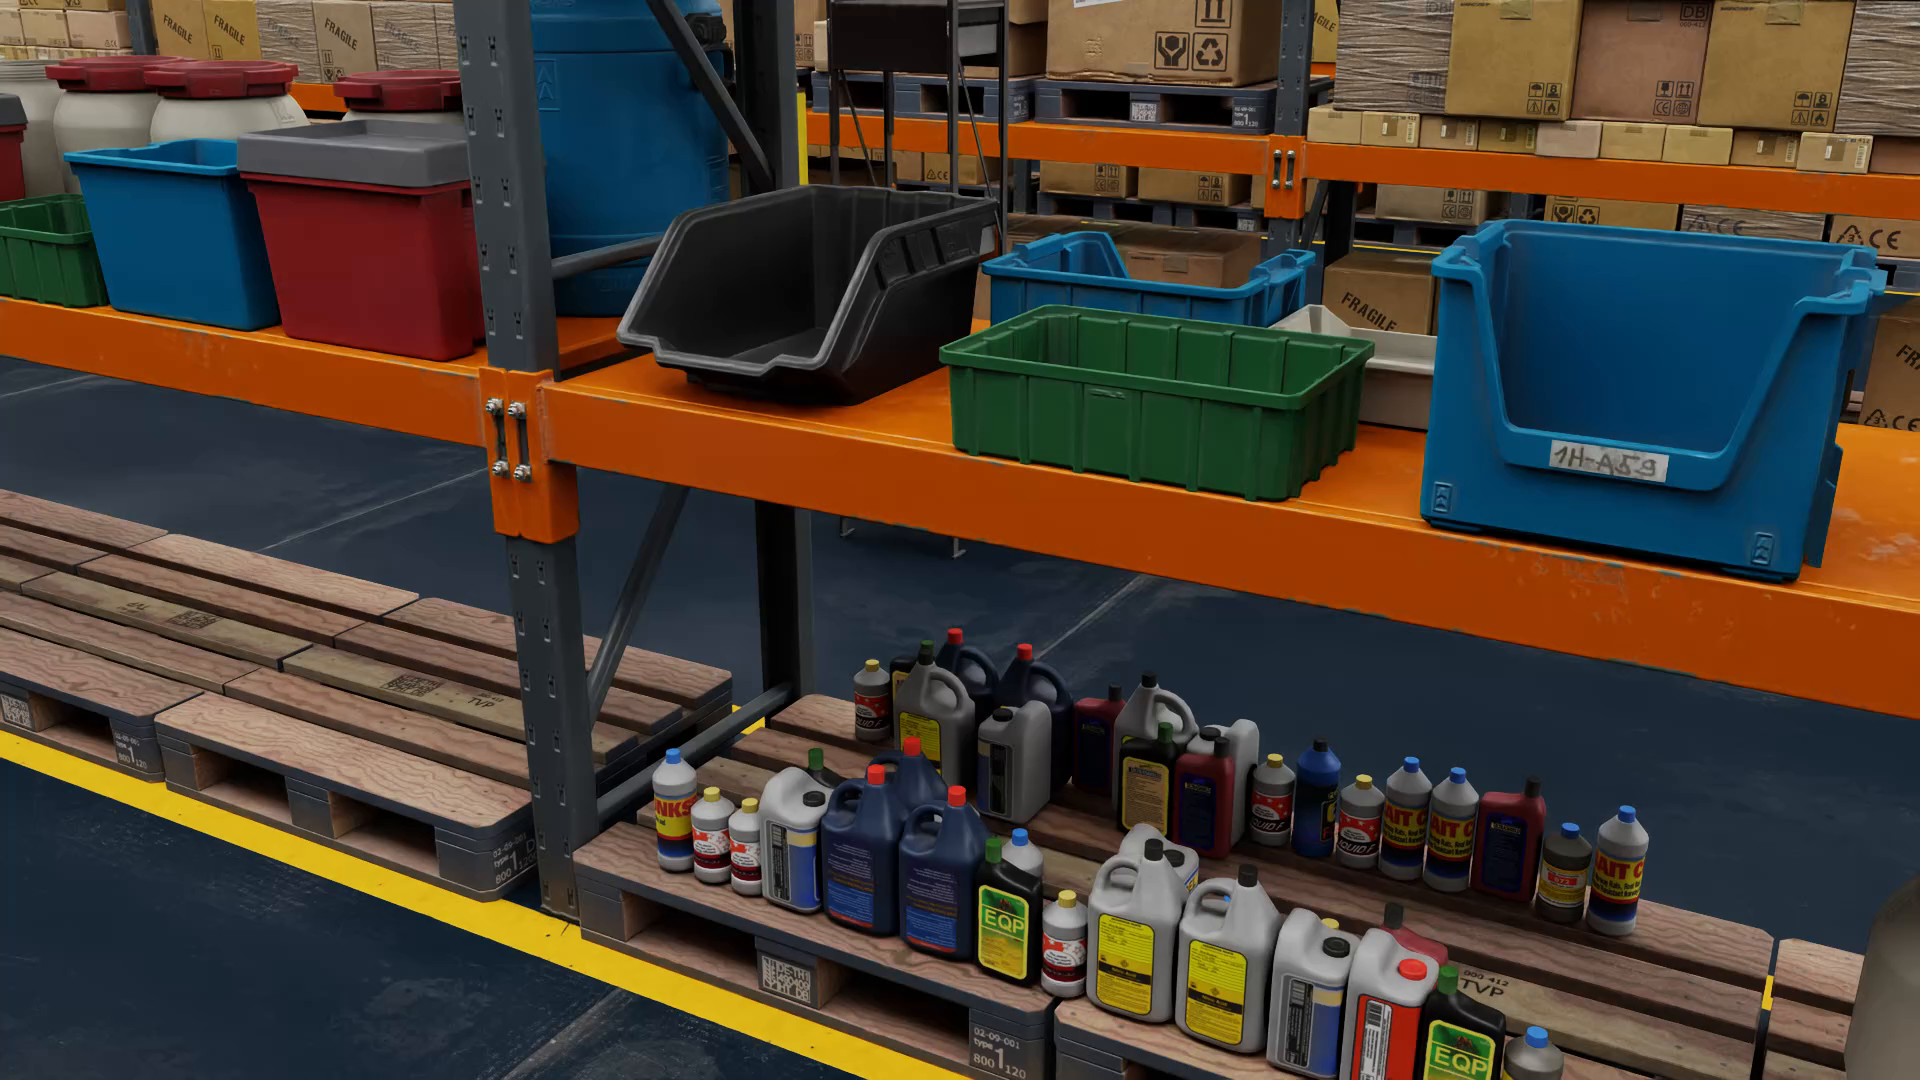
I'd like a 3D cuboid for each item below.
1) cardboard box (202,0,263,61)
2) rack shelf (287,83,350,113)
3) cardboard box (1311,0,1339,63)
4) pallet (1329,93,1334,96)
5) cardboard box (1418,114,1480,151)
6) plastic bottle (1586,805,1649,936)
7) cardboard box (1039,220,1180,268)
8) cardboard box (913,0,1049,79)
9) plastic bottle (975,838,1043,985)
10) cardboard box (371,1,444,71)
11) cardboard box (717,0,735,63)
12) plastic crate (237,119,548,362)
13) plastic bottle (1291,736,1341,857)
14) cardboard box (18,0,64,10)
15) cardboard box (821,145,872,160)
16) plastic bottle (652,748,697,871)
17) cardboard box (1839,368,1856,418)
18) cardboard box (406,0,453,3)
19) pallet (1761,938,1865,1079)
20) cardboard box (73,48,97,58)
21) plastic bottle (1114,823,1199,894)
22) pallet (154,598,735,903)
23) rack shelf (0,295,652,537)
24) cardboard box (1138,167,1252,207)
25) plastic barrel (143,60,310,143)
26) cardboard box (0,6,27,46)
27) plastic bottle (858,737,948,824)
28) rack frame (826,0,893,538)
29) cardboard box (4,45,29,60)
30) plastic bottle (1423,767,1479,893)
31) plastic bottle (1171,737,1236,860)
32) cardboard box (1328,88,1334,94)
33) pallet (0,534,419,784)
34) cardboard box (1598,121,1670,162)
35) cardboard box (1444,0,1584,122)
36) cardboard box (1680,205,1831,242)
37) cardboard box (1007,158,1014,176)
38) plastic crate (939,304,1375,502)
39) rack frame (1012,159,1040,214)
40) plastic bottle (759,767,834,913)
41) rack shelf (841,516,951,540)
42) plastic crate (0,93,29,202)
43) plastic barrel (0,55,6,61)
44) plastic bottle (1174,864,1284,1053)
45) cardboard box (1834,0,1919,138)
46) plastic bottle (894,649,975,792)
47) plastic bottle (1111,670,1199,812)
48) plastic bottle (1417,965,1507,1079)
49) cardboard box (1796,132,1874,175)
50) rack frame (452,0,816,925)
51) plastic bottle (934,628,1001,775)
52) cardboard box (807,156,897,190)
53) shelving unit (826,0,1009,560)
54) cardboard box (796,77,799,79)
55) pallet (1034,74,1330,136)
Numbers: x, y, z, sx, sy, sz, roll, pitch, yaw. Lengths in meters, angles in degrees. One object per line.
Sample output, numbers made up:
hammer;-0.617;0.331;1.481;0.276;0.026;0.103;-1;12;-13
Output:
cardboard box;-4.544;-3.286;10.878;0.500;0.500;0.500;11;23;27
rack shelf;-3.517;-2.802;10.746;4.000;0.370;1.077;11;23;27
cardboard box;2.760;-3.825;12.363;0.500;0.500;0.500;11;23;28
pallet;4.846;-6.061;22.764;1.213;0.211;1.003;11;23;27
cardboard box;2.206;-1.820;7.353;0.250;0.149;0.380;11;23;27
plastic bottle;1.367;0.679;3.451;0.097;0.271;0.097;0;20;0
cardboard box;0.789;-1.368;8.757;0.500;0.500;0.700;11;22;27
cardboard box;0.163;-2.649;8.503;0.637;0.503;0.797;13;24;33
plastic bottle;0.097;0.731;3.289;0.133;0.283;0.061;12;23;30
cardboard box;-3.210;-3.033;10.181;0.500;0.500;0.500;10;22;26
cardboard box;-1.280;-2.974;9.403;0.500;0.500;0.500;8;21;21
plastic crate;-1.266;-0.688;3.768;0.583;0.464;0.402;11;23;27
plastic bottle;0.804;0.571;3.747;0.097;0.271;0.097;0;20;0
cardboard box;-6.230;-3.976;11.612;0.500;0.500;0.500;11;23;28
cardboard box;-0.887;-3.492;14.643;0.500;0.500;0.500;10;22;25
plastic bottle;-0.630;0.591;3.692;0.097;0.271;0.097;0;20;0
cardboard box;3.601;-0.807;7.242;0.500;0.500;0.500;13;24;32
cardboard box;-2.969;-3.562;10.168;0.637;0.503;0.797;11;23;29
pallet;2.002;1.173;2.823;1.213;0.211;1.003;11;23;27
cardboard box;-5.914;-3.351;11.572;0.250;0.149;0.380;11;23;28
plastic bottle;0.394;0.717;3.338;0.135;0.276;0.152;11;23;27
pallet;-1.399;0.524;4.612;1.213;0.211;1.003;11;23;27
rack shelf;-2.440;-0.662;4.848;4.000;0.370;1.077;11;23;27
cardboard box;1.989;-3.135;13.292;0.750;0.750;1.050;11;23;28
plastic barrel;-2.063;-1.078;4.740;0.433;0.535;0.433;0;20;0
cardboard box;-6.675;-3.708;11.971;0.500;0.250;0.500;11;23;28
plastic bottle;-0.121;0.585;3.592;0.185;0.351;0.144;11;23;27
rack frame;-0.358;-1.055;6.195;0.015;2.100;0.400;11;23;27
cardboard box;-6.587;-3.479;11.926;0.250;0.149;0.380;11;23;28
plastic bottle;1.068;0.622;3.608;0.097;0.271;0.097;0;20;0
plastic bottle;0.547;0.569;3.736;0.133;0.283;0.061;11;23;27
cardboard box;5.006;-6.265;22.287;0.500;0.500;0.500;12;23;29
pallet;-2.468;0.321;5.170;1.213;0.211;1.003;11;23;27
cardboard box;2.866;-1.699;7.017;0.250;0.149;0.380;11;23;27
cardboard box;2.503;-2.143;7.290;0.500;0.500;0.875;11;23;27
cardboard box;5.532;-2.527;11.432;0.875;0.875;0.875;11;23;28
cardboard box;0.243;-3.483;14.619;0.500;0.500;0.500;10;22;25
plastic crate;0.353;-0.259;2.990;0.662;0.188;0.450;11;23;27
rack frame;0.736;-4.268;13.731;0.127;3.000;1.000;11;23;27
plastic bottle;-0.334;0.635;3.566;0.135;0.276;0.152;12;23;29
rack shelf;-0.145;-0.344;6.326;0.480;0.518;0.431;11;23;27
plastic crate;-2.925;-1.004;4.639;0.583;0.464;0.402;11;23;27
plastic barrel;-3.184;-1.278;5.326;0.421;0.512;0.421;0;20;0
plastic bottle;0.507;0.761;3.107;0.185;0.351;0.144;12;23;30
cardboard box;3.836;-1.907;6.641;0.500;0.500;0.875;11;23;27
plastic bottle;-0.062;0.435;4.008;0.185;0.351;0.144;11;23;27
plastic bottle;0.458;0.477;3.890;0.185;0.351;0.144;11;22;27
plastic bottle;0.870;0.878;2.883;0.133;0.283;0.061;11;23;29
cardboard box;3.503;-1.563;6.645;0.250;0.149;0.380;11;23;27
rack frame;-0.694;-0.668;3.808;0.127;3.000;1.000;11;23;27
plastic bottle;0.009;0.392;4.126;0.185;0.351;0.144;10;22;26
cardboard box;-0.703;-2.004;9.413;0.500;0.250;0.500;14;24;33
shelving unit;-0.145;-1.015;6.083;0.503;2.100;0.431;11;23;27
cardboard box;-1.540;-4.170;15.411;0.500;0.250;0.500;12;23;30
pallet;1.125;-2.223;8.375;1.213;0.211;1.003;11;23;27
